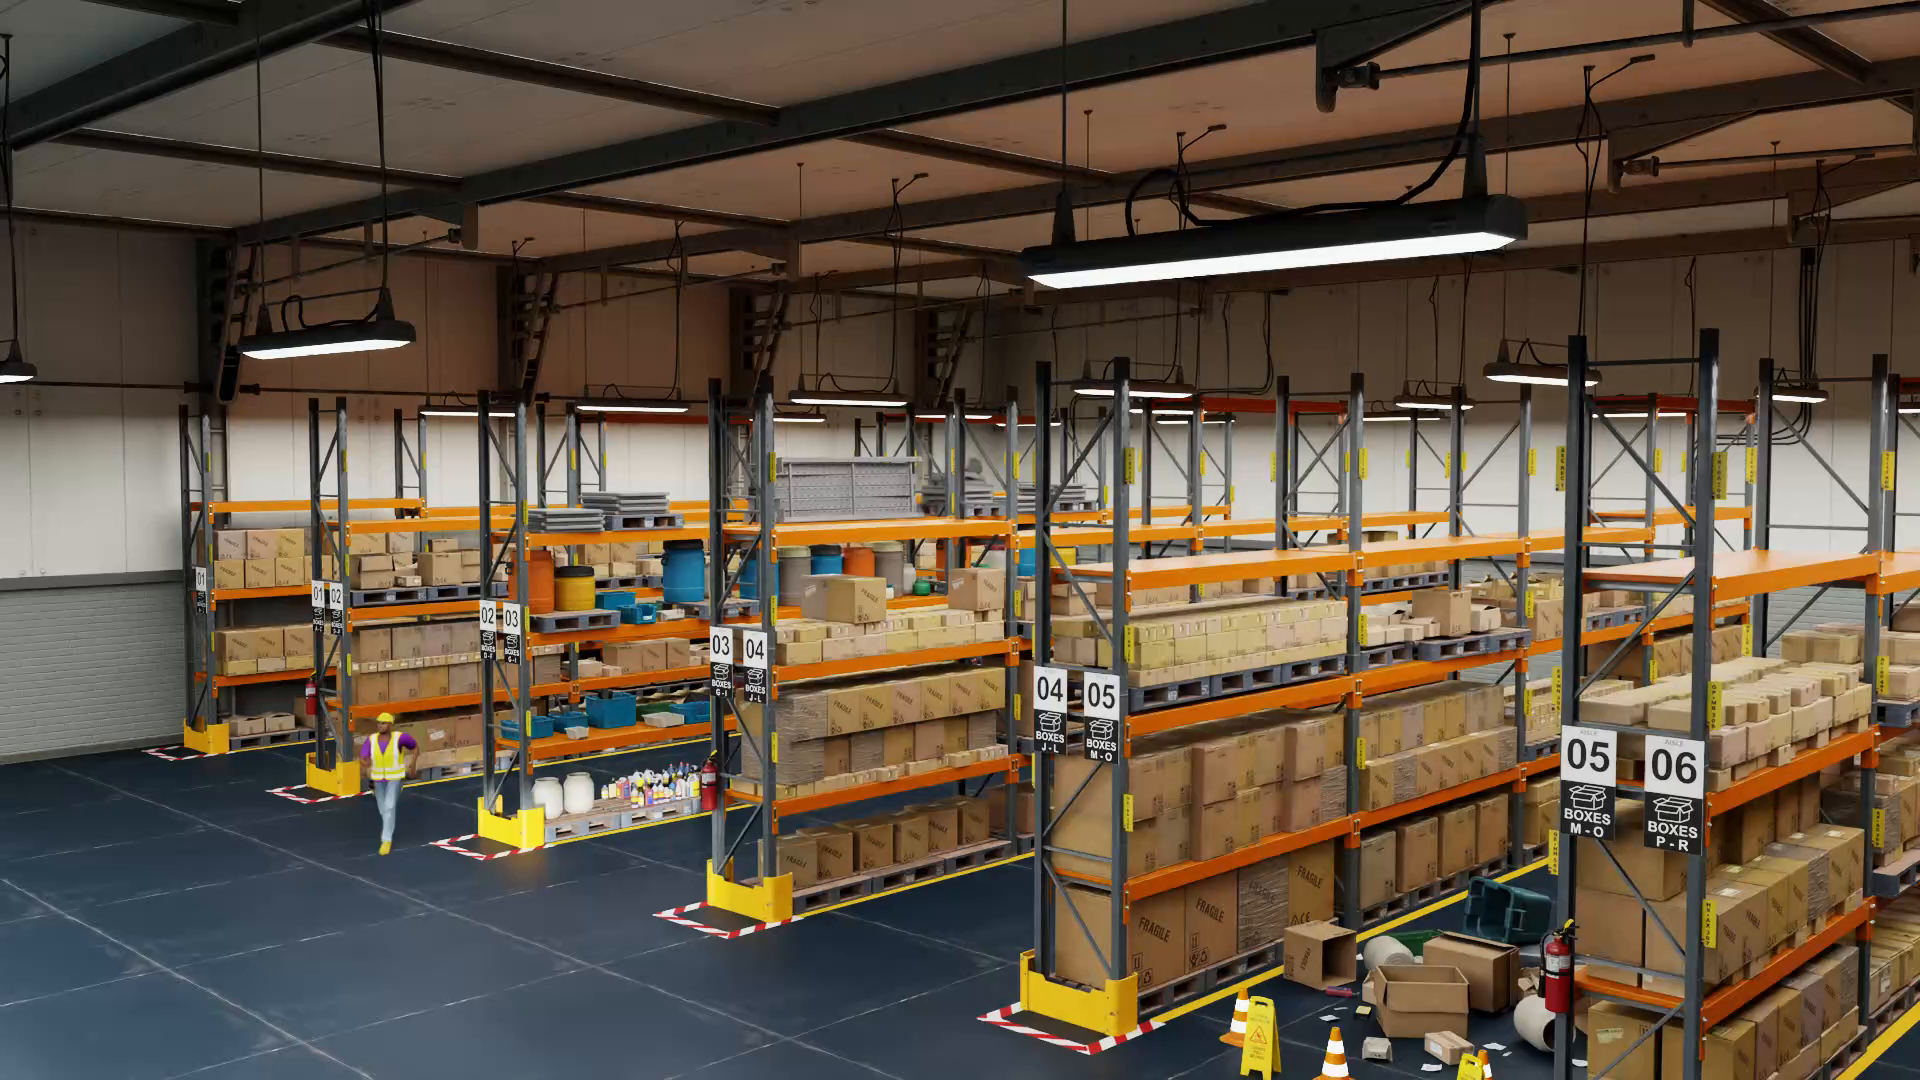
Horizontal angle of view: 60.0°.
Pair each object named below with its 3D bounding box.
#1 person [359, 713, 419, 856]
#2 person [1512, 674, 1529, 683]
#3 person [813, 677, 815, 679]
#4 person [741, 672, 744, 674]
[{"bbox_3d":[-7.463,3.129,21.740,0.716,1.779,0.986,0,3,-1],"label":"person"},{"bbox_3d":[8.659,2.920,25.656,0.676,1.805,0.928,3,4,42],"label":"person"},{"bbox_3d":[-2.665,2.819,28.480,0.607,1.649,0.665,2,4,39],"label":"person"},{"bbox_3d":[-4.323,2.491,34.559,0.642,1.785,0.798,2,4,32],"label":"person"}]
